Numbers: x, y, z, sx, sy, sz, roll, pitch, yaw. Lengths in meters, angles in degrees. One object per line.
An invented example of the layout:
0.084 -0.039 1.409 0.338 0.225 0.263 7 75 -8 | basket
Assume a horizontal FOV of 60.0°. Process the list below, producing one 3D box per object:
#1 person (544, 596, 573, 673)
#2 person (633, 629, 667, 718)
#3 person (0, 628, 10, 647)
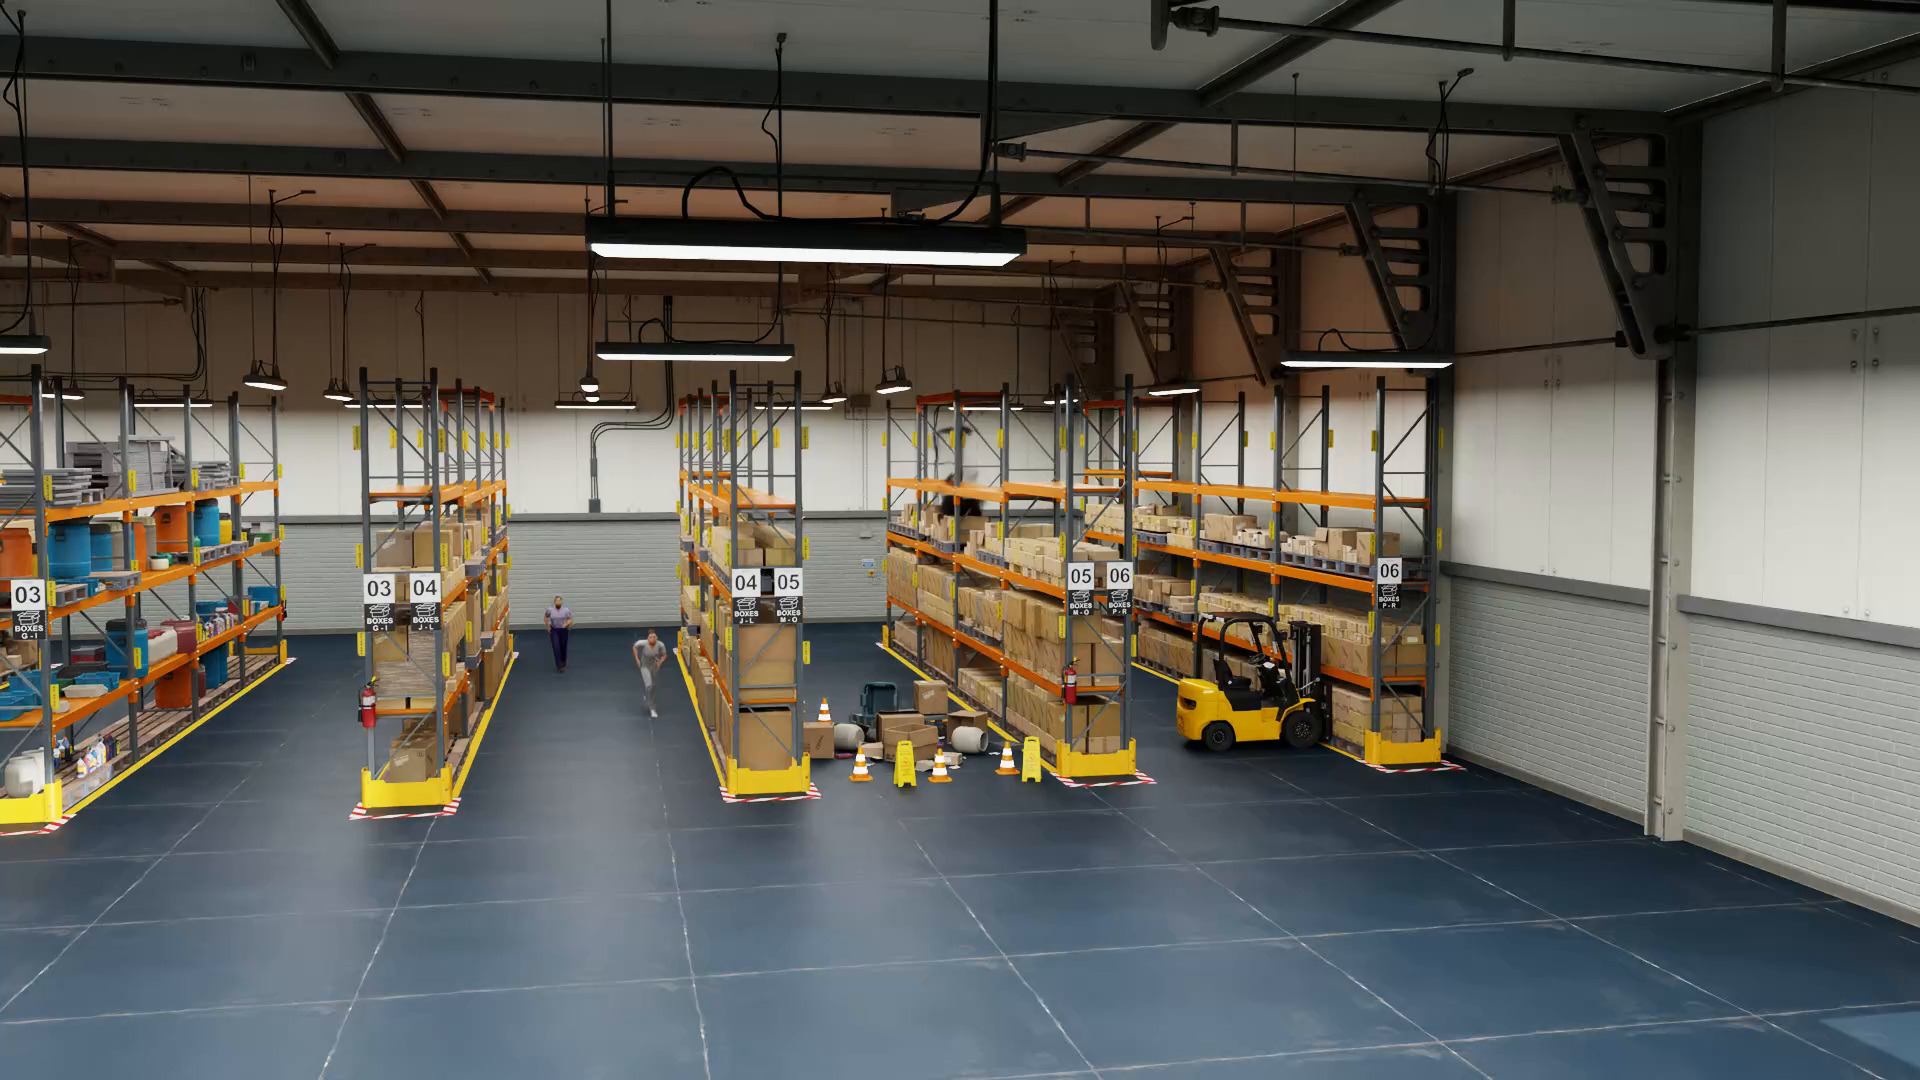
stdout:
-8.734 2.034 36.180 0.614 1.643 0.810 -1 4 -16 | person
-5.692 2.411 30.500 0.603 1.624 1.003 -1 4 -15 | person
-21.668 1.898 37.293 1.046 1.794 0.718 0 3 -3 | person
